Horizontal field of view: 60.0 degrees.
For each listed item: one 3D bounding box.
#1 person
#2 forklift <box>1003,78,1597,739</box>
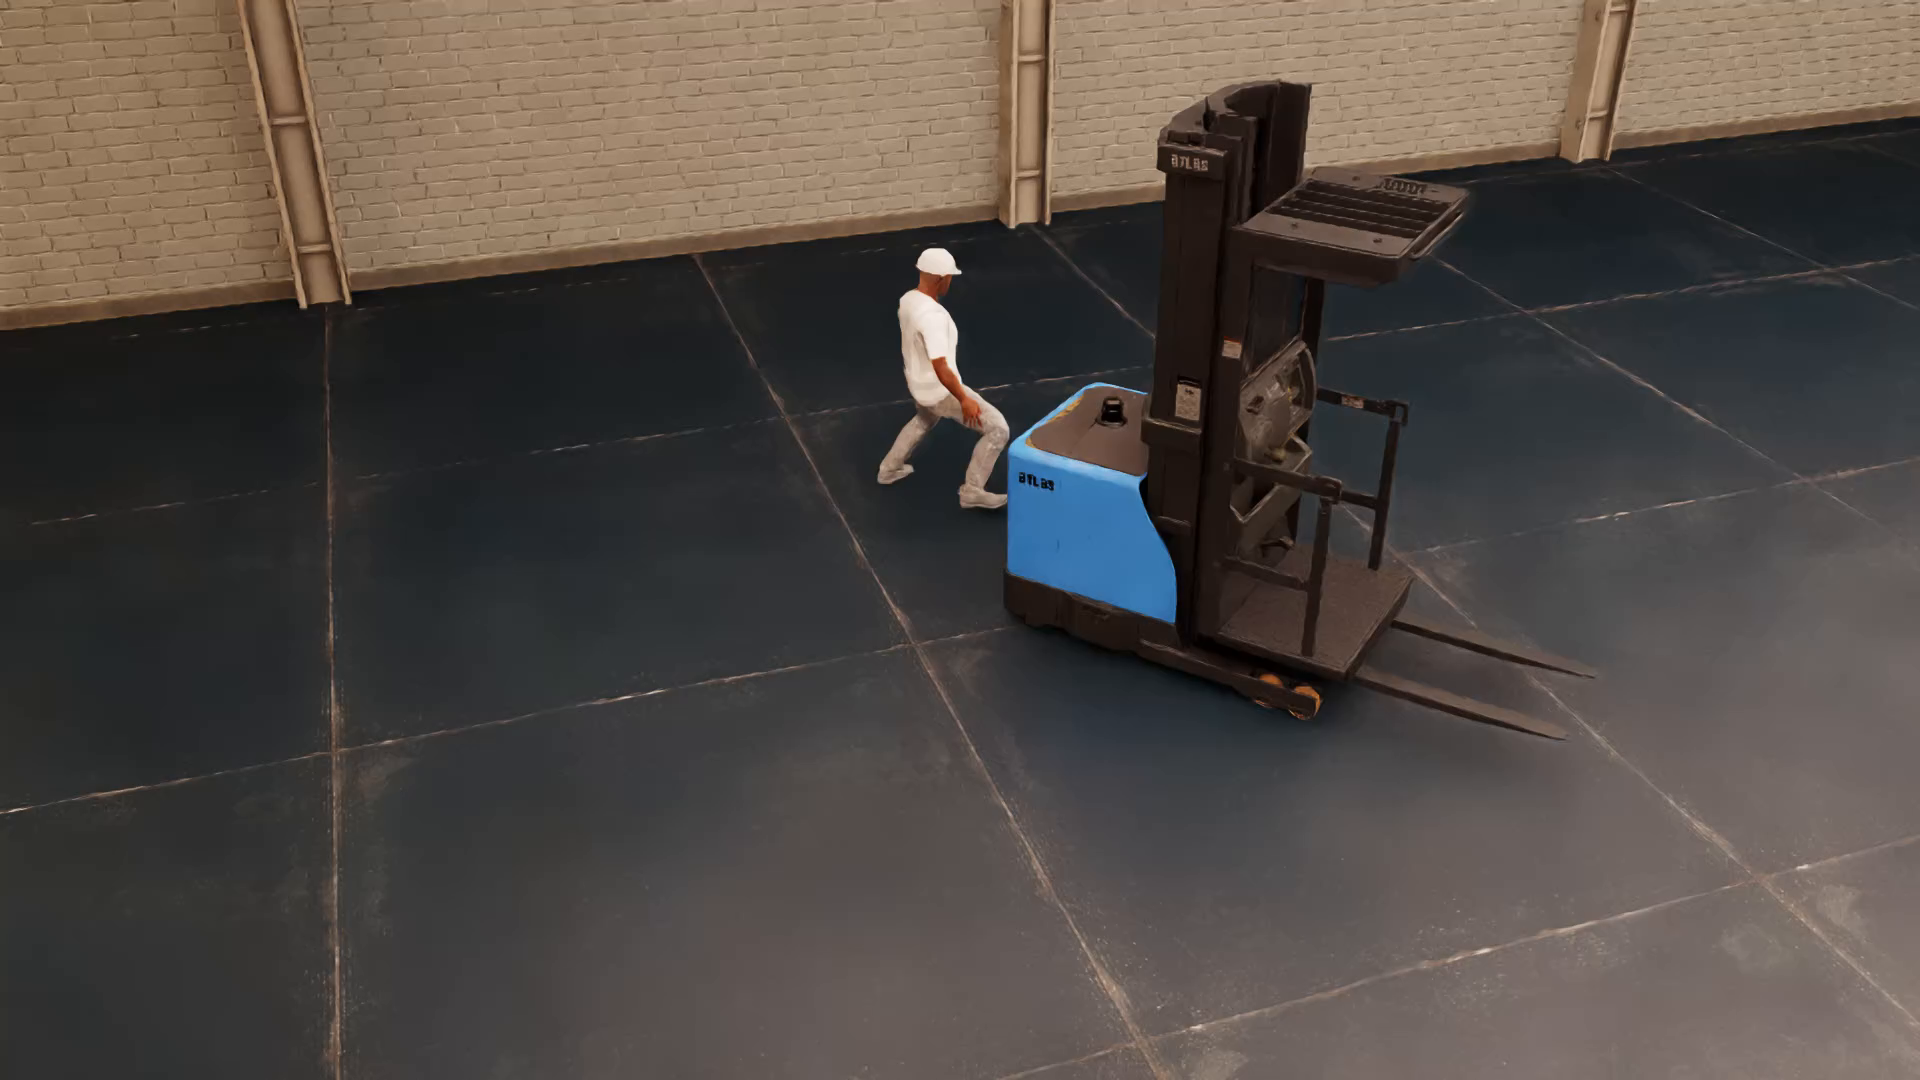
[{"bbox_3d":[-0.132,-1.010,10.184,0.702,1.631,1.021,-9,31,-15],"label":"person"},{"bbox_3d":[1.766,-0.665,8.242,3.031,2.935,1.130,17,34,27],"label":"forklift"}]
